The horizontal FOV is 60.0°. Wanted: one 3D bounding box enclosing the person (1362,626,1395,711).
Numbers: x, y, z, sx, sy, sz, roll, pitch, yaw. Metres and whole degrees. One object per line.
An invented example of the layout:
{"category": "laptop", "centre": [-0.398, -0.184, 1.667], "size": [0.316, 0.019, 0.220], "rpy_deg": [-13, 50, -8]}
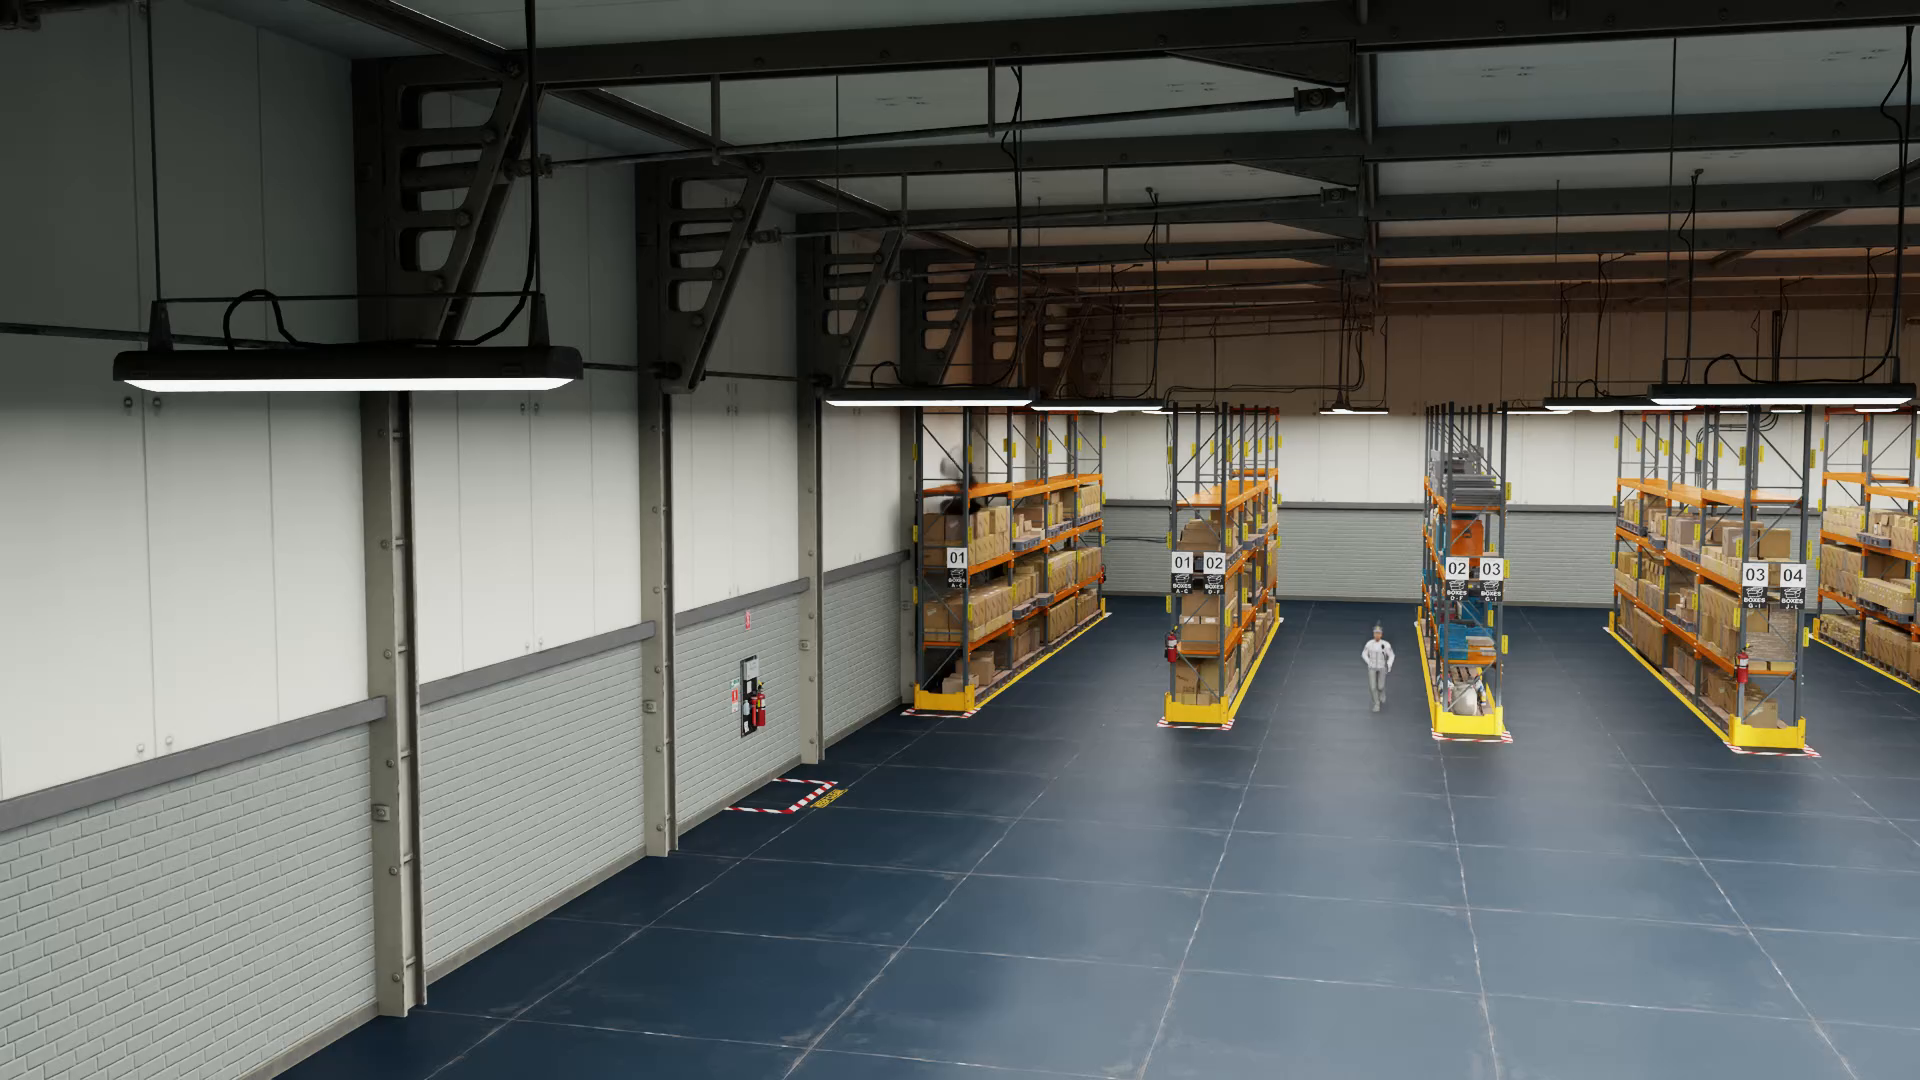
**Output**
{"category": "person", "centre": [8.159, 2.507, 32.507], "size": [0.616, 1.660, 0.530], "rpy_deg": [2, 5, 21]}

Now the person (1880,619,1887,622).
{"category": "person", "centre": [24.564, 1.667, 43.815], "size": [0.726, 1.731, 0.579], "rpy_deg": [1, 4, 8]}
